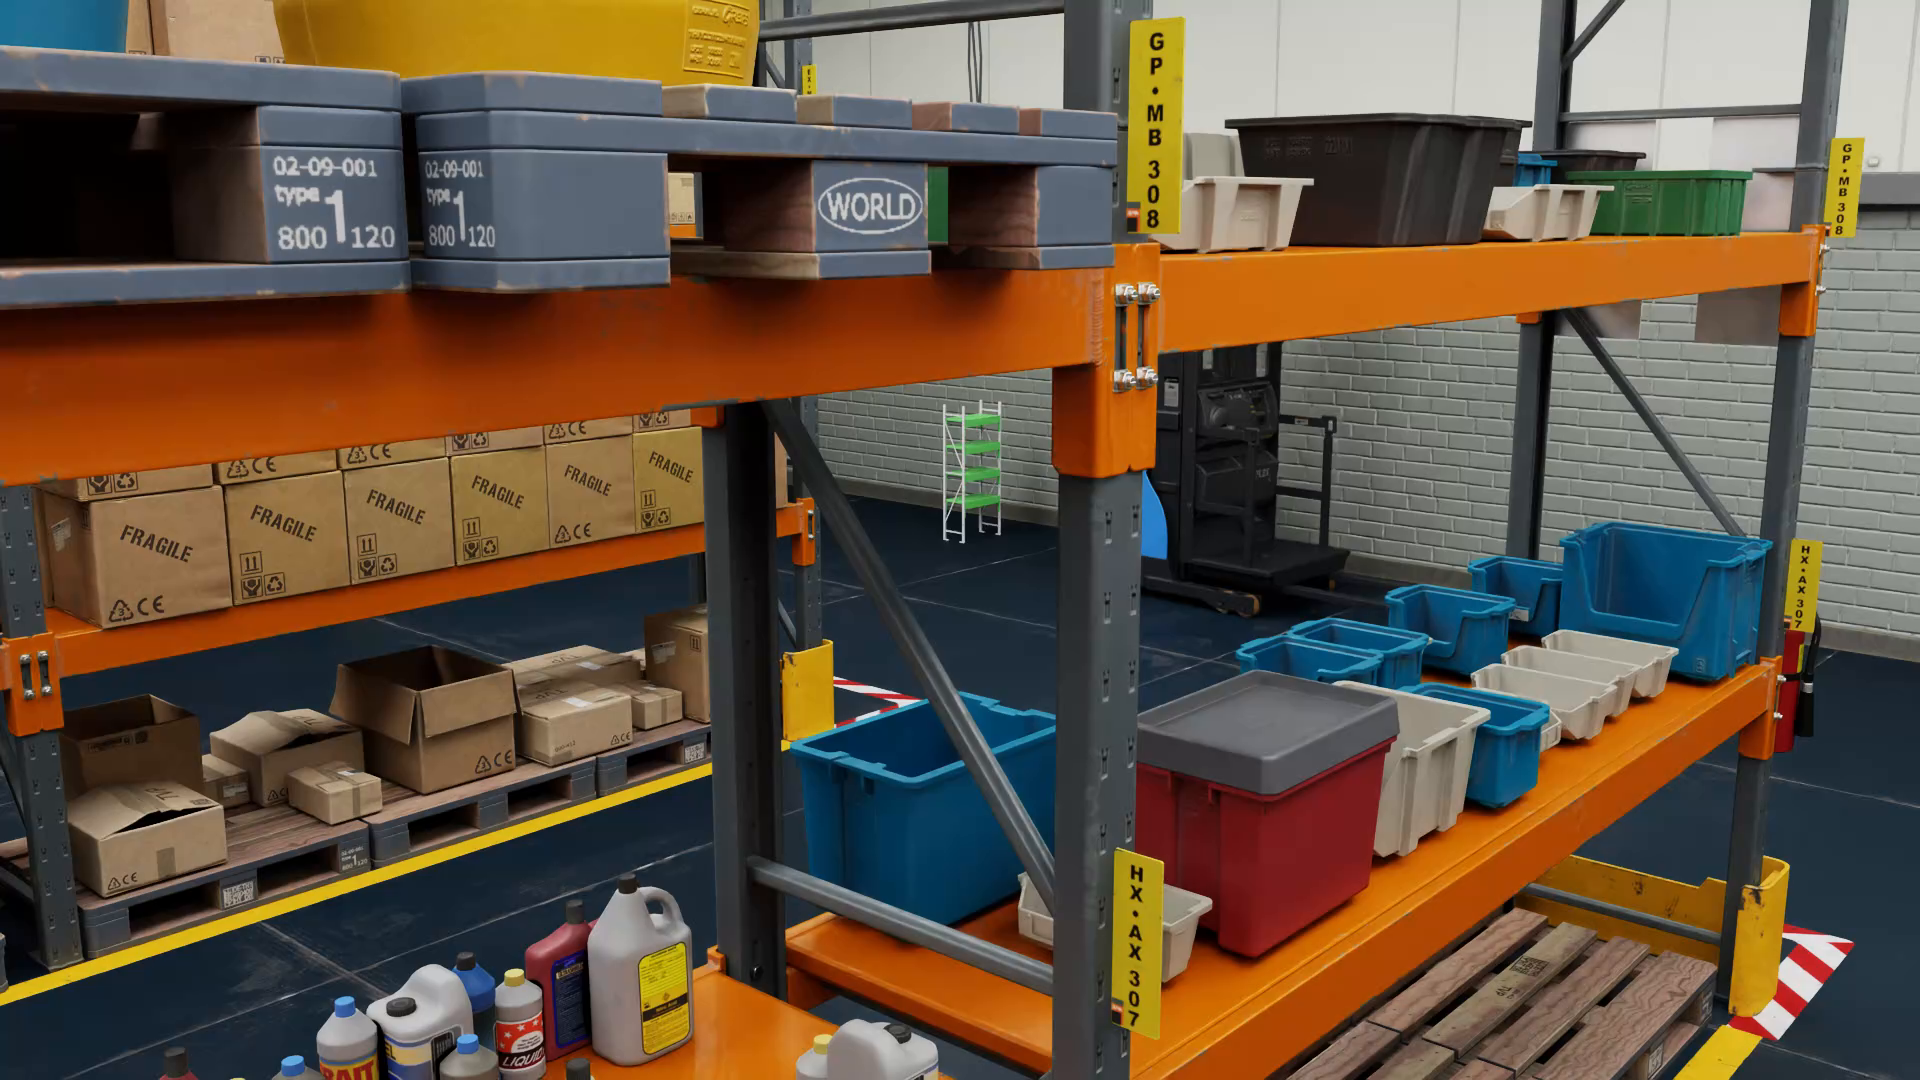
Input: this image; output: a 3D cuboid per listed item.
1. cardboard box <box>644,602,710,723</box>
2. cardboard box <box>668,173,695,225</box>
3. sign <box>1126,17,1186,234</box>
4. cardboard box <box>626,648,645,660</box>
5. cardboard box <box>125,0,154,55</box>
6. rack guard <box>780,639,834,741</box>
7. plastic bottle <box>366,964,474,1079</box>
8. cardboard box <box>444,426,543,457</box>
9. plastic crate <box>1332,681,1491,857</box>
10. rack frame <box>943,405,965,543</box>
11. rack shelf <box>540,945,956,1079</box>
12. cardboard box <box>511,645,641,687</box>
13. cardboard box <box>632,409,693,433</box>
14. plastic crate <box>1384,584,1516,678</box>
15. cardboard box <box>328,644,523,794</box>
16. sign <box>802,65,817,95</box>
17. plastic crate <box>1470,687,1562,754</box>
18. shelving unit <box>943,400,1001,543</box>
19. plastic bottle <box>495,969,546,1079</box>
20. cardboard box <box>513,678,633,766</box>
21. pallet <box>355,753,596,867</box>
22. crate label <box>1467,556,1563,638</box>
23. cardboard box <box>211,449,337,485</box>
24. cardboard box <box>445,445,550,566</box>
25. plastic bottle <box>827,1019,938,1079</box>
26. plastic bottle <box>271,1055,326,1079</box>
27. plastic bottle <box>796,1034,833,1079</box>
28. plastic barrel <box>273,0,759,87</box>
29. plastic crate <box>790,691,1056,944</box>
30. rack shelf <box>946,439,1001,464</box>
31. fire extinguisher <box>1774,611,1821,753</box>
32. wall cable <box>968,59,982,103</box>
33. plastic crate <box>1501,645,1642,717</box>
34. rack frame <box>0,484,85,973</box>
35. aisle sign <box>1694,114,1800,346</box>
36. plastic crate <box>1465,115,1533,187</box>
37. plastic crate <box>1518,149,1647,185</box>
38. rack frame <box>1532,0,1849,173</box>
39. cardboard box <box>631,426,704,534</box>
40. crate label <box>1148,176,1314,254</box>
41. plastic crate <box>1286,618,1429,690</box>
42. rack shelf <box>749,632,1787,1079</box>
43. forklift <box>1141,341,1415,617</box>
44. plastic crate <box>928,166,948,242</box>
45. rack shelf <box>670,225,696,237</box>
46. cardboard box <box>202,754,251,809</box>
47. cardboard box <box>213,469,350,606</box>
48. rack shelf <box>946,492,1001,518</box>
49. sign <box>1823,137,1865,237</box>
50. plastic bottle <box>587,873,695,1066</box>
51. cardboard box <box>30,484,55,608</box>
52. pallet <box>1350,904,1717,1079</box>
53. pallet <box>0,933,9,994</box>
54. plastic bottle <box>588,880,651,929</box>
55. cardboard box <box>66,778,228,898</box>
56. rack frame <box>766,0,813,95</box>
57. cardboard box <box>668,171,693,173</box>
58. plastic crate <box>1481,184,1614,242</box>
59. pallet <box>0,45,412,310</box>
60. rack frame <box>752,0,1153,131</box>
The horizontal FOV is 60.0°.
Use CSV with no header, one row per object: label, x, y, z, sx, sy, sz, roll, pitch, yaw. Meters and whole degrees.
cardboard box,-1.359,0.652,9.045,0.500,0.500,0.500,10,15,40
cardboard box,-1.664,-1.685,8.214,0.500,0.250,0.500,10,15,40
sign,0.305,-0.644,2.596,0.100,0.325,0.005,10,15,40
cardboard box,-1.720,0.730,9.554,0.380,0.149,0.250,10,15,40
cardboard box,-3.533,-1.968,6.439,0.700,0.500,0.500,10,15,40
rack guard,-1.235,0.767,9.593,1.175,0.500,0.348,10,15,40
plastic bottle,-0.940,0.893,2.896,0.152,0.276,0.135,10,15,40
cardboard box,-2.283,-0.681,7.654,0.500,0.500,0.500,10,15,42
plastic crate,1.039,0.588,4.259,0.437,0.282,0.530,10,15,40
rack frame,-0.052,-0.577,14.536,0.240,1.200,0.015,10,15,40
rack shelf,-1.427,1.407,1.845,1.077,0.370,4.000,10,15,40
cardboard box,-2.087,0.780,9.045,0.500,0.250,0.500,10,15,40
cardboard box,-1.605,-0.833,8.417,0.500,0.500,0.500,10,15,42
plastic crate,1.689,0.315,5.751,0.416,0.233,0.300,10,15,40
cardboard box,-2.589,0.850,8.046,0.797,0.503,0.637,10,15,40
sign,-0.781,-2.300,8.649,0.100,0.325,0.005,10,15,40
plastic crate,1.582,0.546,4.841,0.298,0.136,0.250,10,15,40
shelving unit,0.109,-0.613,14.716,0.258,1.200,0.503,10,15,40
plastic bottle,-0.820,0.895,3.078,0.097,0.201,0.097,0,11,0
cardboard box,-2.008,0.911,8.390,0.500,0.250,0.500,10,15,40
pallet,-2.566,1.205,8.138,1.003,0.211,1.213,10,15,40
crate label,2.123,0.218,6.236,0.416,0.233,0.303,10,15,40
cardboard box,-2.963,-0.529,6.895,0.500,0.500,0.500,9,15,39
cardboard box,-2.282,-0.194,7.768,0.500,0.500,0.500,9,15,40
plastic bottle,-0.124,0.921,2.761,0.152,0.276,0.135,10,15,40
plastic bottle,-1.102,0.958,2.764,0.097,0.201,0.097,0,11,0
plastic bottle,-0.230,0.944,2.835,0.097,0.201,0.097,0,11,0
plastic barrel,-0.557,-0.849,2.091,0.600,0.588,0.600,0,11,0
plastic crate,-0.055,0.626,3.808,0.392,0.384,0.575,10,15,40
rack shelf,0.109,-0.785,14.681,0.258,0.148,0.480,10,15,40
fire extinguisher,2.974,0.429,6.056,0.296,0.674,0.183,10,15,40
wall cable,-0.906,-3.315,16.259,3.097,2.526,0.112,10,15,40
plastic crate,1.929,0.455,5.292,0.396,0.136,0.243,10,15,40
rack frame,-3.825,0.119,6.457,1.000,3.000,0.127,10,15,40
aisle sign,2.801,-1.076,5.803,0.394,0.787,0.004,10,15,40
plastic crate,1.318,-1.080,4.959,0.504,0.338,0.767,10,15,40
plastic crate,2.070,-1.215,5.810,0.497,0.269,0.590,10,15,40
rack frame,2.533,-2.770,5.607,1.000,3.000,0.127,10,15,40
cardboard box,-1.616,-0.341,8.503,0.500,0.500,0.500,10,15,41
crate label,0.433,-0.616,3.153,0.293,0.136,0.466,10,15,40
plastic crate,1.254,0.412,5.266,0.416,0.233,0.300,10,15,40
rack shelf,1.213,0.818,4.792,1.077,0.370,4.000,10,15,40
forklift,2.217,-0.995,12.211,3.031,2.935,1.130,11,16,43
plastic crate,-0.054,-0.709,3.483,0.450,0.188,0.662,10,15,40
rack shelf,-2.505,-1.293,7.707,1.077,0.370,4.000,10,15,40
cardboard box,-3.460,1.118,7.612,0.380,0.149,0.250,10,15,40
cardboard box,-2.949,-0.046,7.026,0.500,0.500,0.500,10,15,41
rack shelf,0.109,-0.315,14.775,0.258,0.148,0.480,10,15,40
sign,2.957,-1.179,5.567,0.100,0.325,0.005,10,15,40
plastic bottle,-0.610,0.800,3.174,0.144,0.351,0.185,10,15,40
cardboard box,-3.688,-0.037,6.982,0.500,0.500,0.500,10,15,41
pallet,1.960,1.655,5.885,1.003,0.211,1.213,10,15,40
pallet,-4.334,1.611,6.107,1.003,0.211,1.213,10,15,40
plastic bottle,-0.670,0.816,3.266,0.061,0.283,0.133,10,15,40
cardboard box,-3.386,1.188,6.847,0.500,0.311,0.500,10,15,40
rack frame,-1.185,-3.411,8.816,1.000,3.000,0.127,10,15,40
cardboard box,-1.662,-1.930,8.164,0.500,0.250,0.500,10,15,40
plastic crate,1.356,-0.834,4.244,0.437,0.136,0.530,10,15,40
pallet,-1.298,-0.323,1.495,1.003,0.211,1.213,10,15,40
rack frame,-0.107,-2.182,2.660,1.000,3.000,0.127,10,15,40
